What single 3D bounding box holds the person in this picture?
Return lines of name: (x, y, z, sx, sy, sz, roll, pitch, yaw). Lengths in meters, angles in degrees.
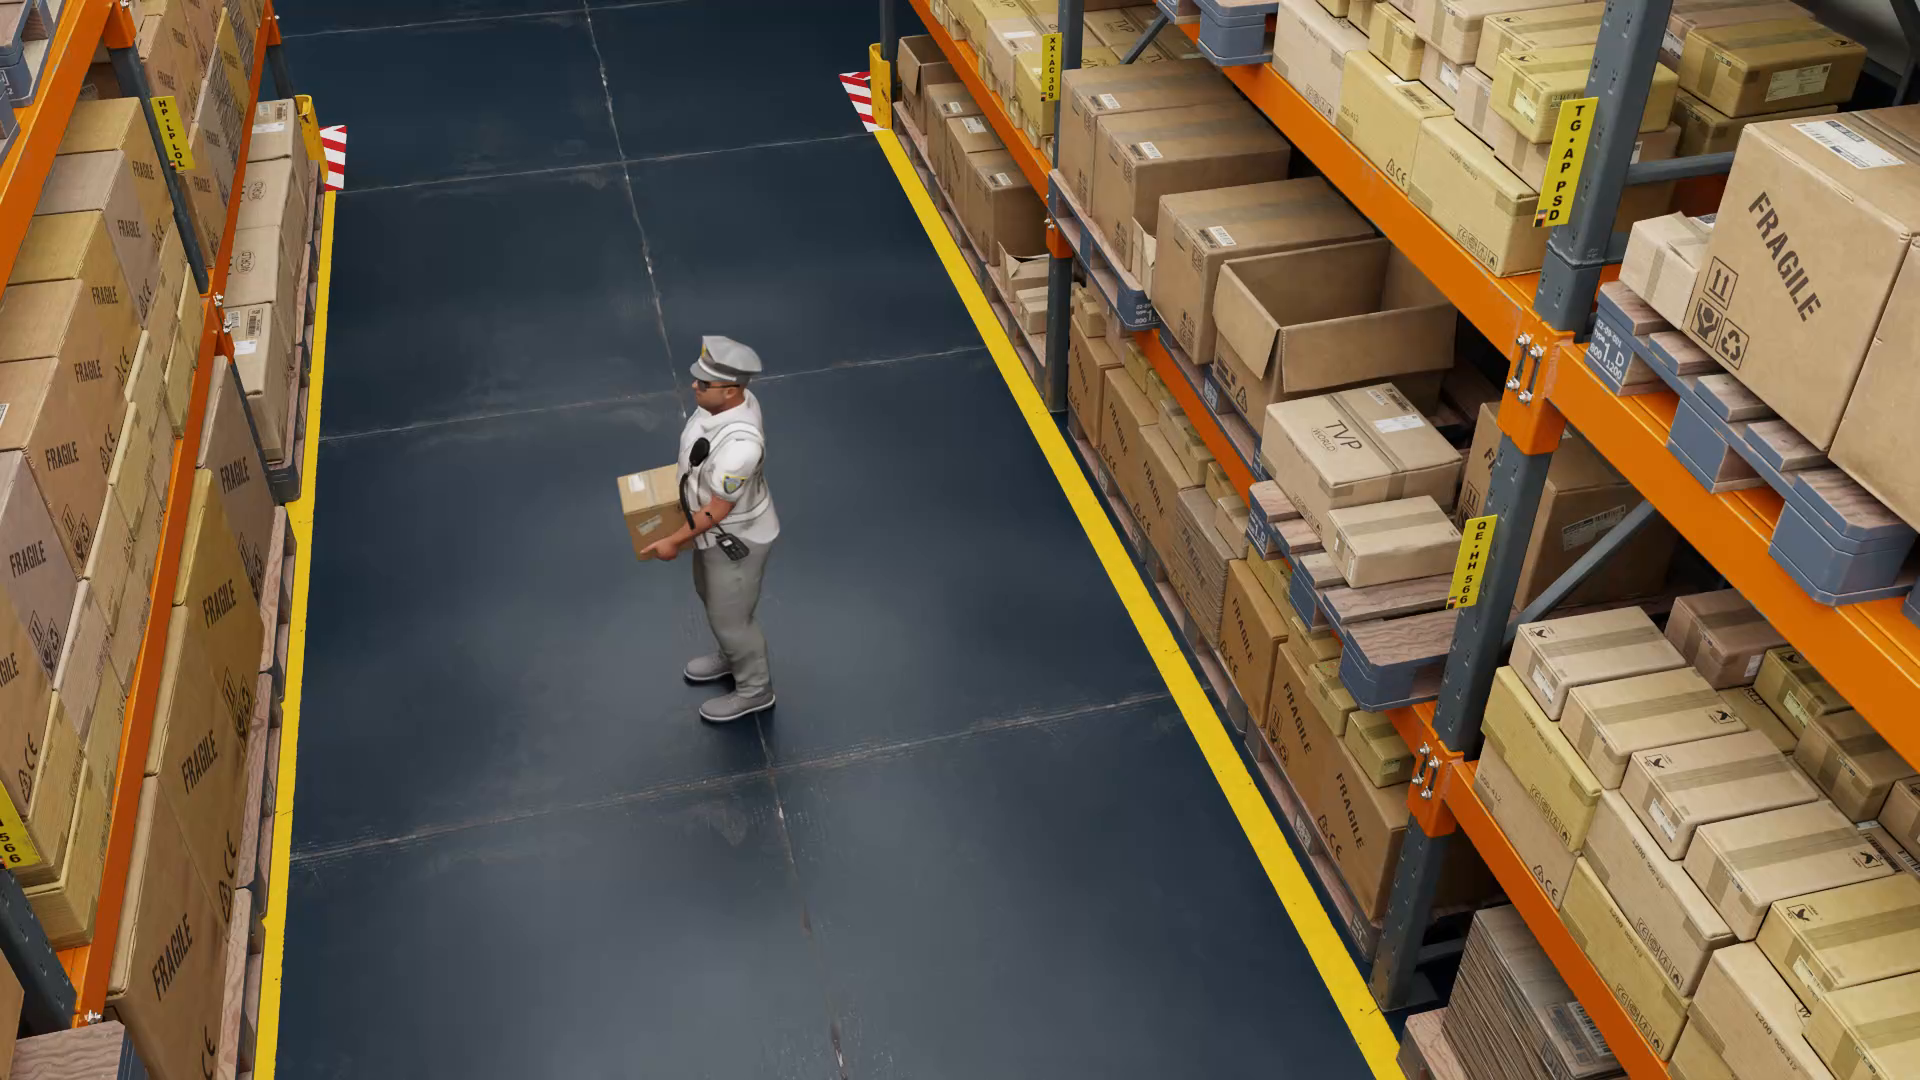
person: (-1.022, -0.040, 6.741, 0.561, 1.772, 0.484, -9, 39, -12)
